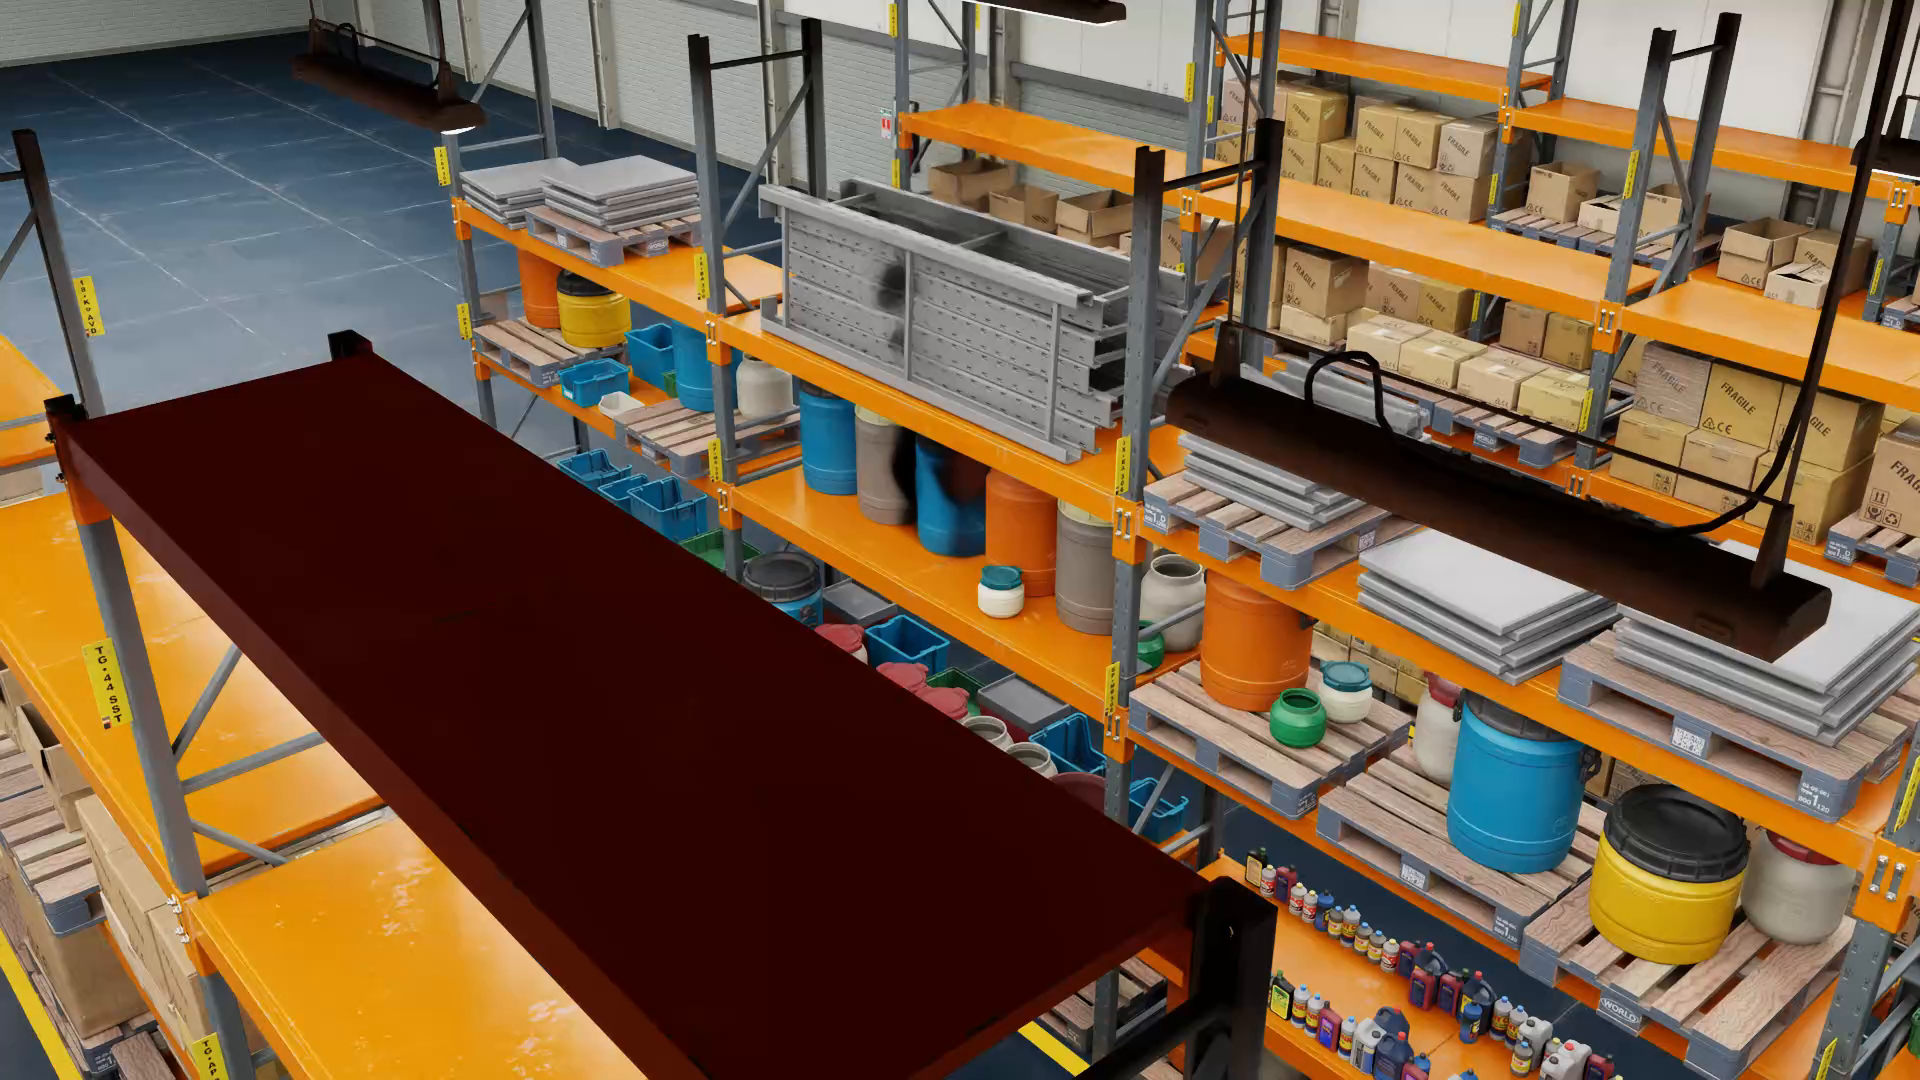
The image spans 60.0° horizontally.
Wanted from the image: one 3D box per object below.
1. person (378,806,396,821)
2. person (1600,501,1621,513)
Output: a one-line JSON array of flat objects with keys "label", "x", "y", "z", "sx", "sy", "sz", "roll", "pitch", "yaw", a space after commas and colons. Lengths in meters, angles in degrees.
[{"label": "person", "x": -4.076, "y": 1.936, "z": 11.244, "sx": 0.574, "sy": 1.801, "sz": 0.653, "roll": 24, "pitch": 35, "yaw": 38}, {"label": "person", "x": 5.734, "y": 0.348, "z": 15.065, "sx": 0.592, "sy": 1.633, "sz": 0.970, "roll": -21, "pitch": 34, "yaw": -35}]
